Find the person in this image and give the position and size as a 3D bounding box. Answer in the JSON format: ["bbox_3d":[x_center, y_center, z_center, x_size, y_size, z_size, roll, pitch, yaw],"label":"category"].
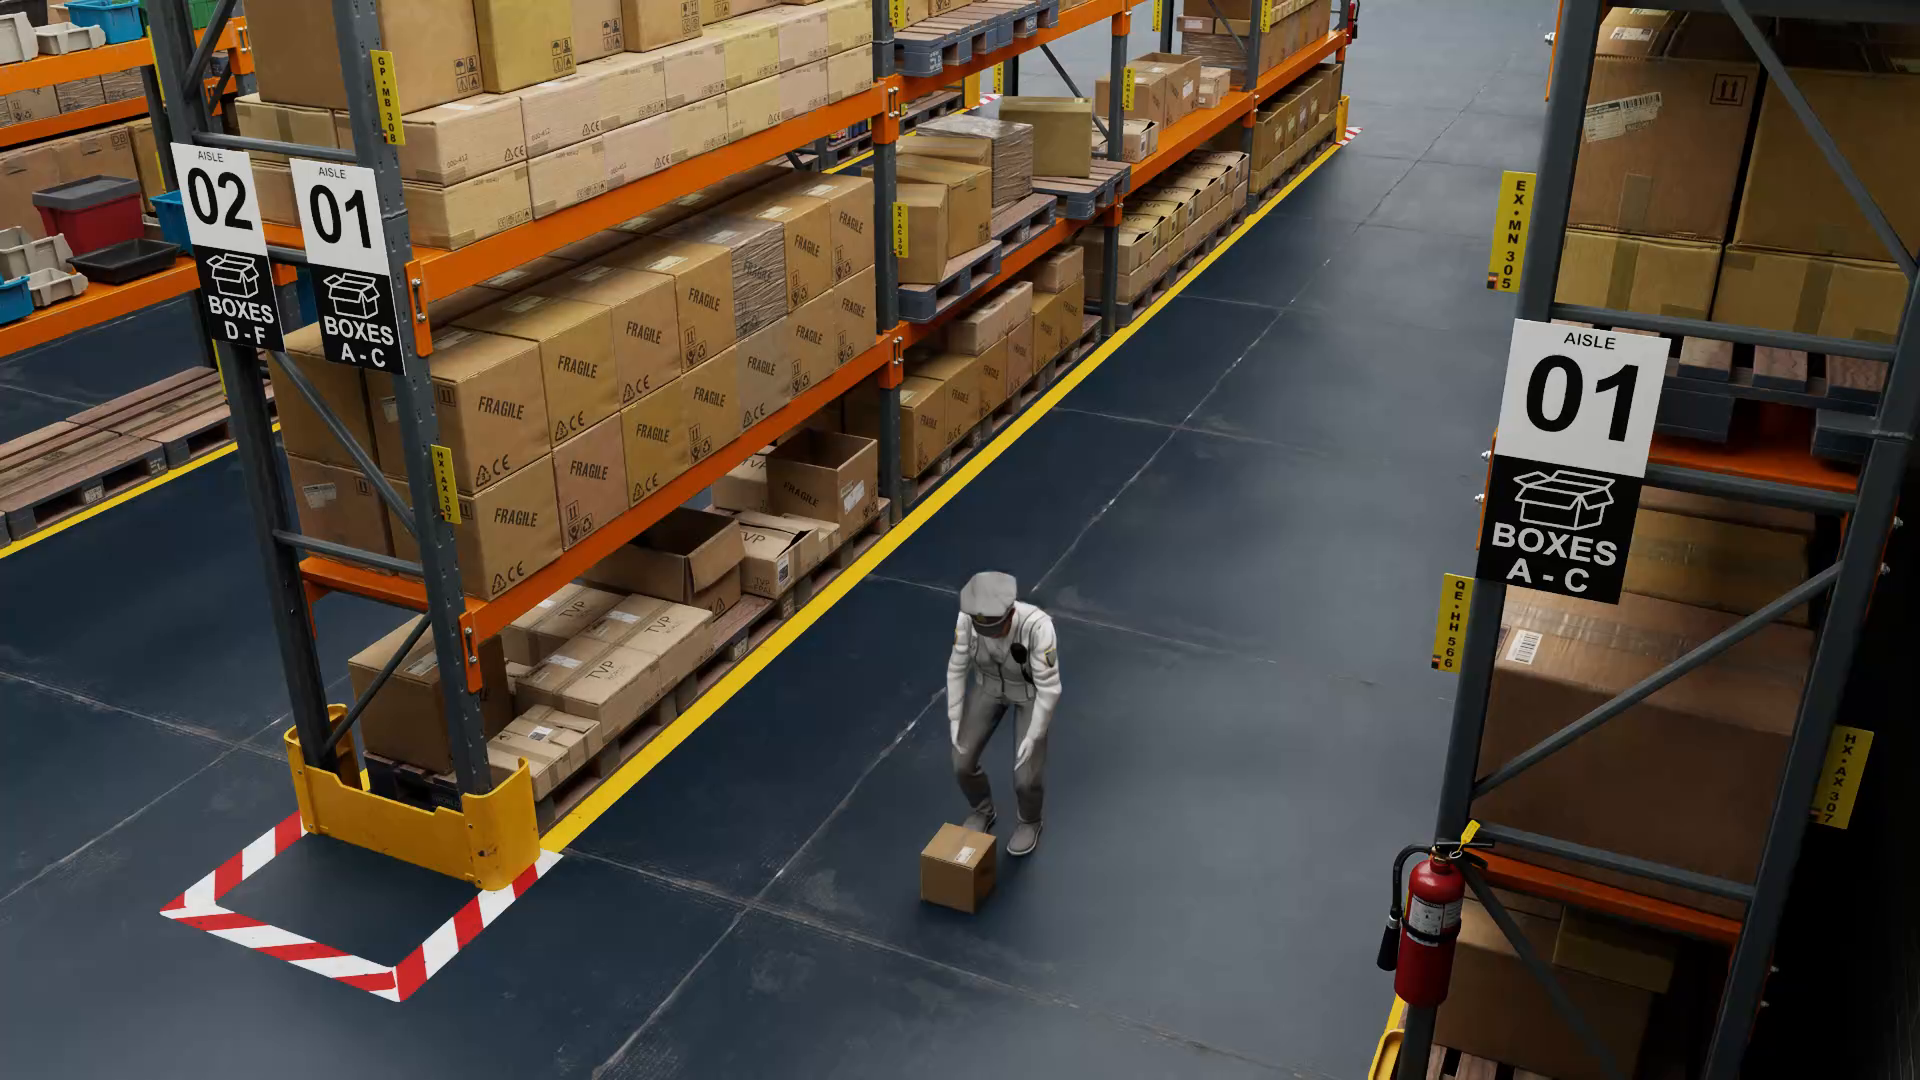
[{"bbox_3d":[0.205,0.747,7.354,0.533,1.451,0.647,12,29,22],"label":"person"}]
